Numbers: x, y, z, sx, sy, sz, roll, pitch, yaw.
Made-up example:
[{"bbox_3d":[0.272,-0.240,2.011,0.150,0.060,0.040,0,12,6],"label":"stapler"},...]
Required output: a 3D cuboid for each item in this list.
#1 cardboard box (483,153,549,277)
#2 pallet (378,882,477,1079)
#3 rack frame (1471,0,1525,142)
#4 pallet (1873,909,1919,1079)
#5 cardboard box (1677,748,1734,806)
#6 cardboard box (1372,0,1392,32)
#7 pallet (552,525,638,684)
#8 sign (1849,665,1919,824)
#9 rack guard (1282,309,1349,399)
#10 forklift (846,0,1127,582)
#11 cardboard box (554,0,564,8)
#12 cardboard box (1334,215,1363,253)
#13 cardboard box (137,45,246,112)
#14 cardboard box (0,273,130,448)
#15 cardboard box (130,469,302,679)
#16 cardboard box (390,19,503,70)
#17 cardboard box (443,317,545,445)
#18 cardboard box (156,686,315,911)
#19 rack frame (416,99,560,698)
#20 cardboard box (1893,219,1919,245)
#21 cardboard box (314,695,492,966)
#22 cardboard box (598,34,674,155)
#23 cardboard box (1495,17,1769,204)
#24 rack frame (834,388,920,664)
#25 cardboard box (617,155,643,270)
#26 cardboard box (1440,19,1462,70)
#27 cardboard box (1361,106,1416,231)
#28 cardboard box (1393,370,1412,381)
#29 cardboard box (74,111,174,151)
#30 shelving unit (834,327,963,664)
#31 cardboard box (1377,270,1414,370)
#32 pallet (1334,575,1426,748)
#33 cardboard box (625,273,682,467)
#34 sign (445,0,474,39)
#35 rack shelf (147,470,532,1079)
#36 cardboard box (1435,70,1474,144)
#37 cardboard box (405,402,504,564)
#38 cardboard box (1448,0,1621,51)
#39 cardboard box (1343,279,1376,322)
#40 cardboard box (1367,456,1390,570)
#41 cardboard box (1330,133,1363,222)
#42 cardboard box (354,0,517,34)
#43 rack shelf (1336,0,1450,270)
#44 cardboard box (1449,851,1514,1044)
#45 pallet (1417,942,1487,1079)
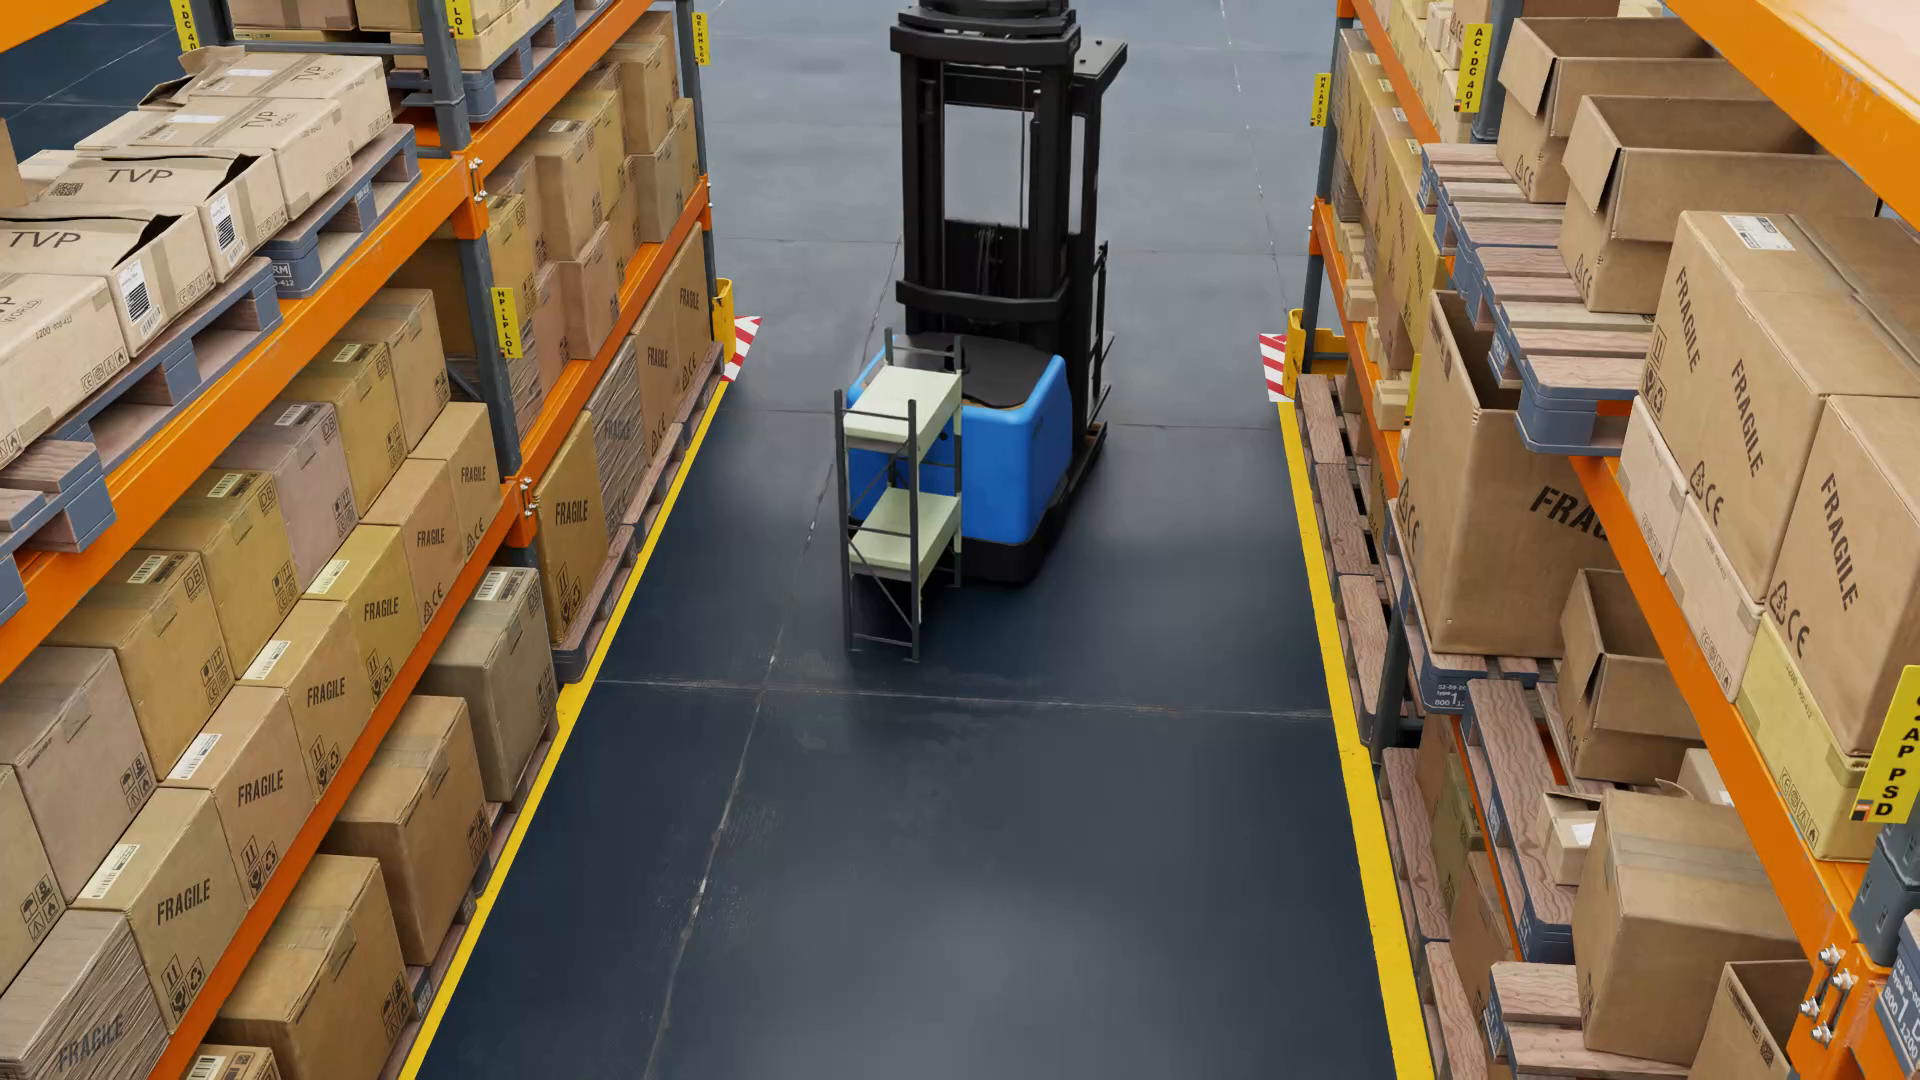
[{"bbox_3d":[-2.502,-1.499,7.932,0.875,0.550,0.550,2,32,4],"label":"cardboard box"},{"bbox_3d":[-2.579,1.742,6.503,1.003,0.211,1.213,2,32,4],"label":"pallet"},{"bbox_3d":[2.441,-2.781,5.465,1.000,3.000,0.127,2,32,4],"label":"rack frame"},{"bbox_3d":[2.115,1.007,2.358,1.213,0.211,1.003,4,32,6],"label":"pallet"},{"bbox_3d":[2.481,0.883,4.981,0.500,0.250,0.500,2,32,3],"label":"cardboard box"},{"bbox_3d":[2.389,-2.762,8.437,0.500,0.250,0.500,2,32,4],"label":"cardboard box"},{"bbox_3d":[-2.355,0.301,8.840,1.003,0.211,1.213,2,32,4],"label":"pallet"},{"bbox_3d":[1.574,0.343,2.762,0.100,0.325,0.005,2,32,4],"label":"sign"},{"bbox_3d":[2.760,-1.215,11.025,1.175,0.500,0.348,2,32,4],"label":"rack guard"},{"bbox_3d":[0.296,-1.782,9.629,1.130,2.935,3.031,9,33,14],"label":"forklift"},{"bbox_3d":[-2.045,-2.591,7.760,0.380,0.149,0.250,2,32,3],"label":"cardboard box"},{"bbox_3d":[2.431,-1.813,9.852,0.380,0.149,0.250,2,32,4],"label":"cardboard box"},{"bbox_3d":[-2.793,-1.628,6.086,0.258,0.266,0.396,2,32,3],"label":"cardboard box"},{"bbox_3d":[-2.501,-0.466,4.215,0.500,0.250,0.500,3,32,5],"label":"cardboard box"},{"bbox_3d":[-2.653,0.097,5.465,0.700,0.500,0.500,2,32,3],"label":"cardboard box"},{"bbox_3d":[-2.126,-2.059,6.897,0.380,0.149,0.250,2,32,3],"label":"cardboard box"},{"bbox_3d":[-2.477,-0.749,7.743,0.875,0.550,0.550,2,32,4],"label":"cardboard box"},{"bbox_3d":[-2.435,0.805,5.270,0.500,0.500,0.500,2,32,4],"label":"cardboard box"},{"bbox_3d":[-2.495,-0.492,7.469,1.000,3.000,0.127,2,32,4],"label":"rack frame"},{"bbox_3d":[2.488,-0.431,3.939,0.500,0.500,0.500,2,32,3],"label":"cardboard box"},{"bbox_3d":[-2.538,1.120,6.598,1.050,0.750,0.750,2,32,4],"label":"cardboard box"},{"bbox_3d":[-2.191,-2.623,9.755,0.875,0.550,0.550,2,32,4],"label":"cardboard box"},{"bbox_3d":[2.304,-1.485,5.723,0.797,0.503,0.637,1,32,2],"label":"cardboard box"},{"bbox_3d":[-0.398,-0.039,8.165,0.400,1.500,0.023,9,33,14],"label":"rack frame"},{"bbox_3d":[-2.348,-1.875,9.571,0.875,0.550,0.550,2,32,4],"label":"cardboard box"},{"bbox_3d":[2.226,-2.063,6.922,0.380,0.149,0.250,1,32,2],"label":"cardboard box"},{"bbox_3d":[2.328,-1.853,8.346,0.500,0.500,0.500,2,32,4],"label":"cardboard box"},{"bbox_3d":[2.336,-0.764,8.150,0.380,0.149,0.250,2,32,4],"label":"cardboard box"},{"bbox_3d":[-2.826,-1.351,5.749,0.250,0.149,0.380,2,32,4],"label":"cardboard box"},{"bbox_3d":[-0.292,-0.223,8.463,0.431,1.500,0.755,9,33,14],"label":"shelving unit"},{"bbox_3d":[2.555,-1.154,8.166,0.875,0.500,0.500,2,32,4],"label":"cardboard box"},{"bbox_3d":[2.460,0.608,8.343,1.003,0.211,1.213,2,32,4],"label":"pallet"},{"bbox_3d":[-2.228,-1.040,9.983,0.875,0.875,0.875,2,32,3],"label":"cardboard box"},{"bbox_3d":[-1.953,-2.105,6.434,0.100,0.325,0.005,2,32,4],"label":"sign"},{"bbox_3d":[-2.658,0.860,5.961,1.077,0.370,4.000,2,32,4],"label":"rack shelf"},{"bbox_3d":[2.217,-1.690,6.697,0.500,0.250,0.500,4,32,6],"label":"cardboard box"},{"bbox_3d":[-2.271,-0.250,6.981,0.500,0.500,0.500,2,32,4],"label":"cardboard box"},{"bbox_3d":[2.223,-2.132,6.416,0.500,0.500,0.500,2,32,3],"label":"cardboard box"},{"bbox_3d":[2.287,-1.292,9.008,0.380,0.149,0.250,2,32,4],"label":"cardboard box"},{"bbox_3d":[2.524,-0.177,8.940,0.500,0.500,0.500,0,32,0],"label":"cardboard box"},{"bbox_3d":[2.694,-2.201,9.864,0.875,0.500,0.500,2,32,4],"label":"cardboard box"},{"bbox_3d":[-2.176,-2.296,6.902,0.500,0.250,0.500,3,32,4],"label":"cardboard box"},{"bbox_3d":[2.603,-2.243,8.138,1.077,0.370,4.000,2,32,4],"label":"rack shelf"},{"bbox_3d":[2.266,1.511,6.182,0.700,0.500,0.500,0,32,0],"label":"cardboard box"},{"bbox_3d":[2.282,2.007,6.072,1.003,0.211,1.213,2,32,4],"label":"pallet"}]
